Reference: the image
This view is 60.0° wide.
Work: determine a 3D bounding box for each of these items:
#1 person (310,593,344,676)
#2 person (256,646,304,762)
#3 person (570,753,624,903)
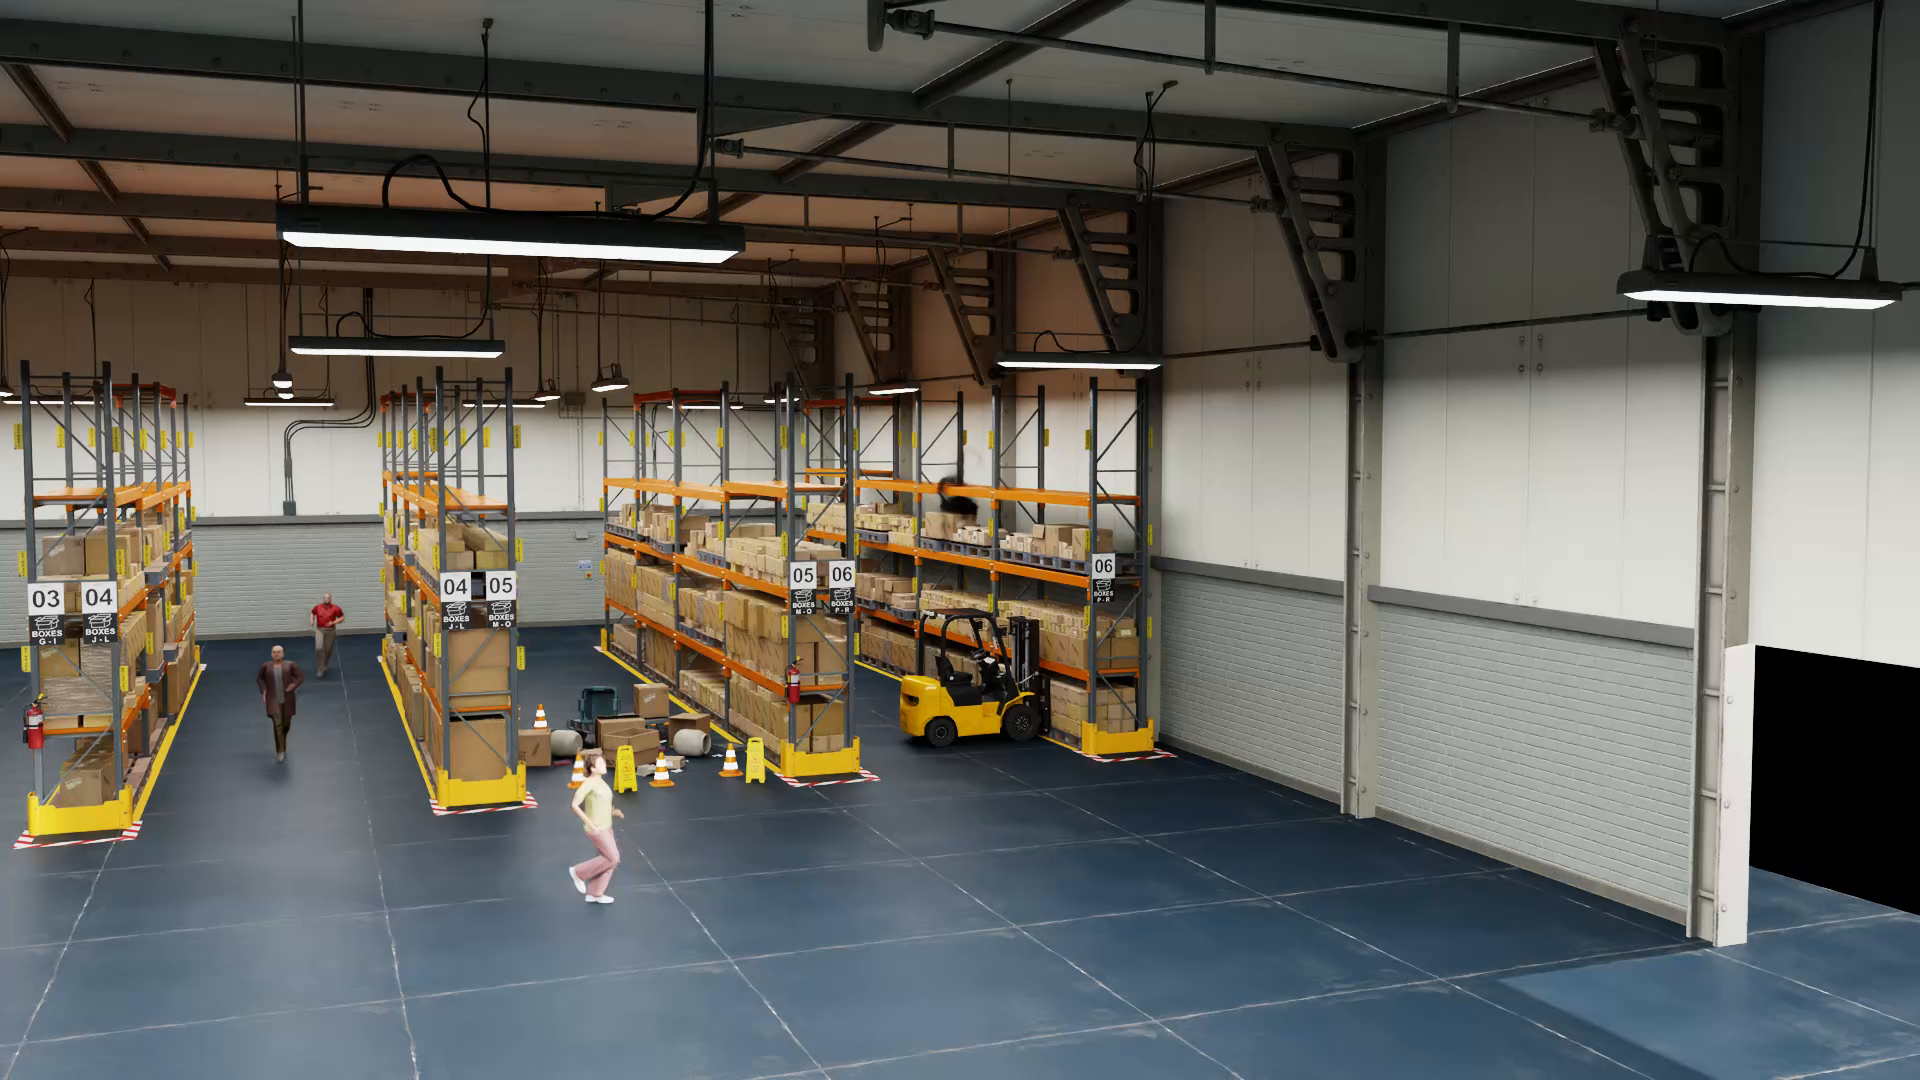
[{"bbox_3d":[-13.524,2.024,35.564,0.691,1.799,0.698,-1,4,-17],"label":"person"},{"bbox_3d":[-10.708,2.546,26.218,0.699,1.784,0.929,-1,4,-23],"label":"person"},{"bbox_3d":[-3.920,3.113,17.964,0.549,1.624,0.581,1,3,9],"label":"person"}]
